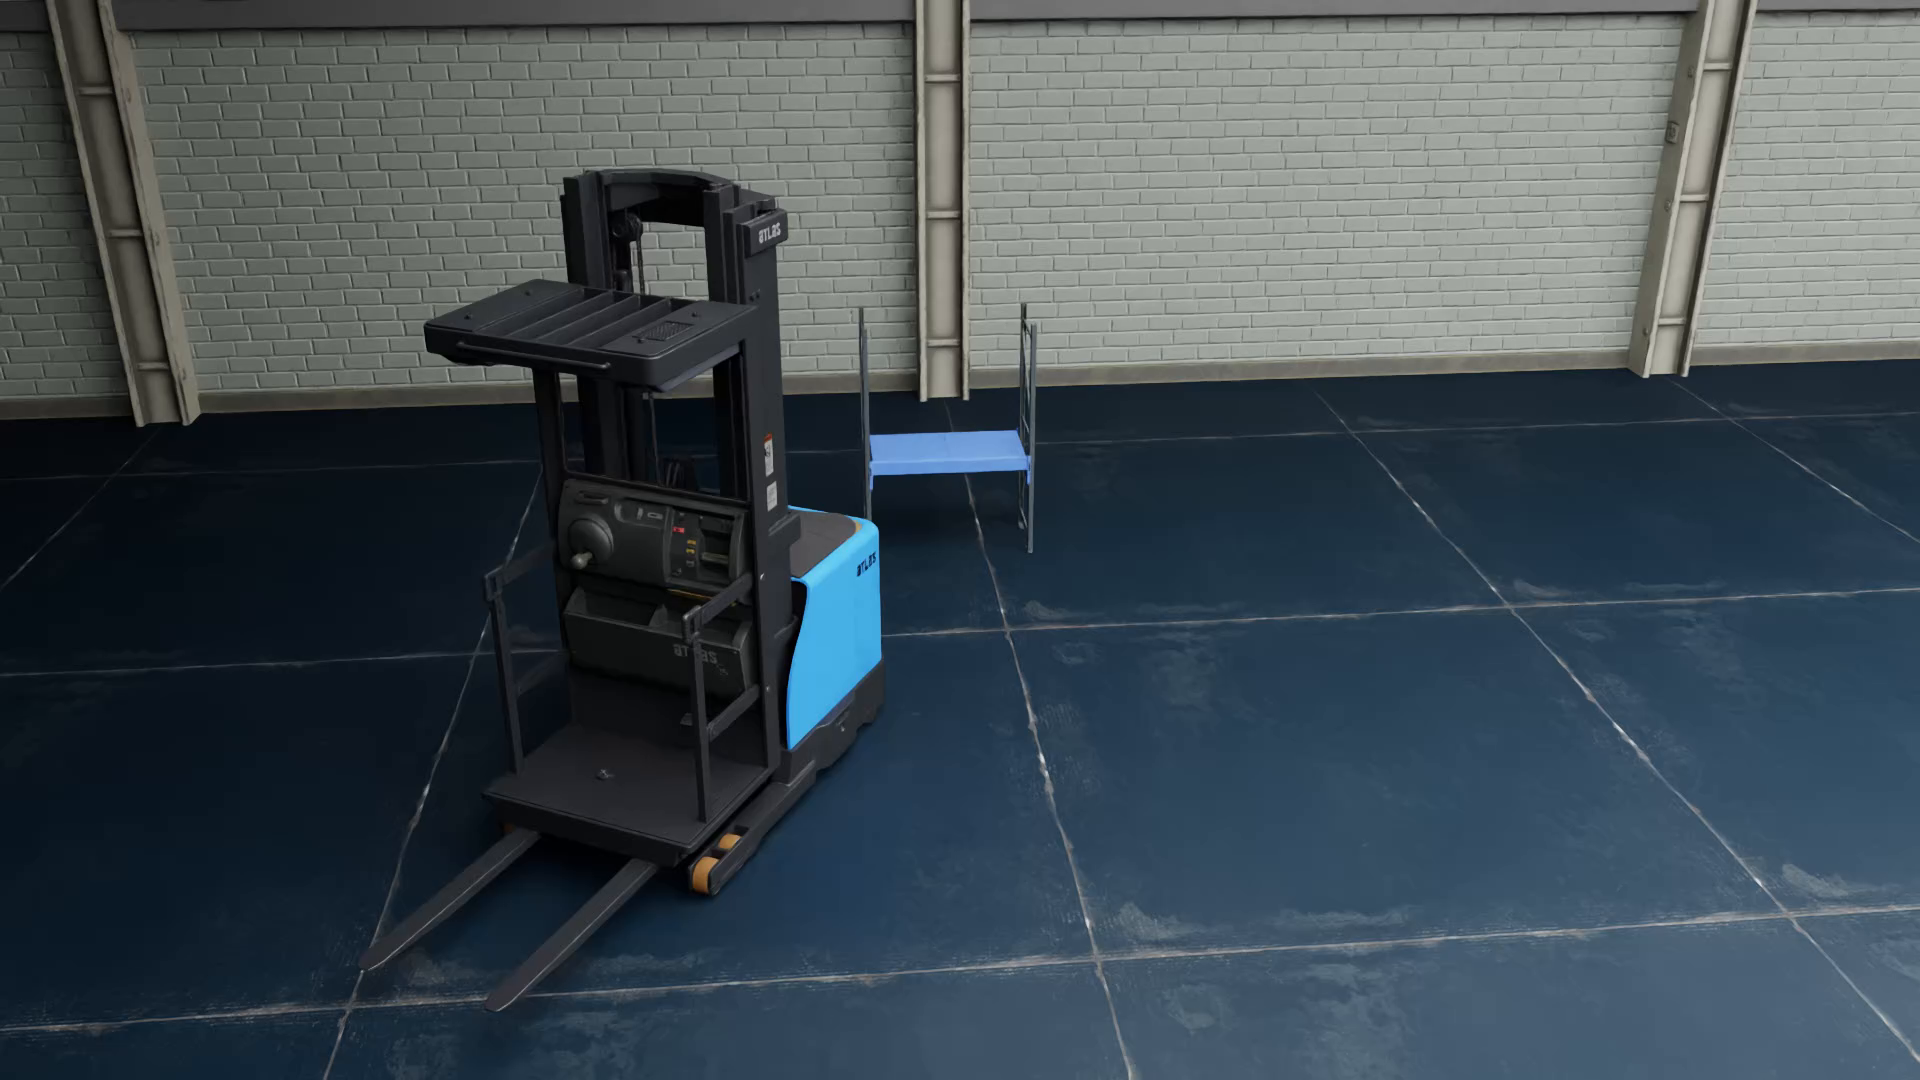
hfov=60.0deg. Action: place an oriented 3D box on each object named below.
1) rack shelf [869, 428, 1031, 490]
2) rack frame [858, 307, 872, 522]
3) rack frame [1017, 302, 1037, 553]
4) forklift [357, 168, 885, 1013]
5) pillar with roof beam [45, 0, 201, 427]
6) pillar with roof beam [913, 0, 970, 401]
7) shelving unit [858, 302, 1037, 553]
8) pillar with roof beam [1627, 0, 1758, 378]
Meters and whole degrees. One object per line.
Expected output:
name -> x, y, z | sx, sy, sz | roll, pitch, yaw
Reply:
rack shelf -> -0.085, -0.518, 10.511 | 1.000, 0.185, 0.538 | -2, 24, -5
rack frame -> -0.591, -0.662, 10.392 | 0.032, 1.500, 0.500 | -2, 24, -5
rack frame -> 0.421, -0.702, 10.483 | 0.032, 1.500, 0.500 | -2, 24, -5
forklift -> -1.441, 0.014, 7.110 | 1.130, 2.935, 3.031 | 10, 26, 21
pillar with roof beam -> -5.685, -3.305, 7.105 | 0.400, 9.000, 9.100 | -2, 24, -5
pillar with roof beam -> 0.286, -3.544, 7.644 | 0.400, 9.000, 9.100 | -2, 24, -5
shelving unit -> -0.085, -0.682, 10.438 | 1.048, 1.500, 0.538 | -2, 24, -5
pillar with roof beam -> 6.257, -3.784, 8.183 | 0.400, 9.000, 9.100 | -2, 24, -5
